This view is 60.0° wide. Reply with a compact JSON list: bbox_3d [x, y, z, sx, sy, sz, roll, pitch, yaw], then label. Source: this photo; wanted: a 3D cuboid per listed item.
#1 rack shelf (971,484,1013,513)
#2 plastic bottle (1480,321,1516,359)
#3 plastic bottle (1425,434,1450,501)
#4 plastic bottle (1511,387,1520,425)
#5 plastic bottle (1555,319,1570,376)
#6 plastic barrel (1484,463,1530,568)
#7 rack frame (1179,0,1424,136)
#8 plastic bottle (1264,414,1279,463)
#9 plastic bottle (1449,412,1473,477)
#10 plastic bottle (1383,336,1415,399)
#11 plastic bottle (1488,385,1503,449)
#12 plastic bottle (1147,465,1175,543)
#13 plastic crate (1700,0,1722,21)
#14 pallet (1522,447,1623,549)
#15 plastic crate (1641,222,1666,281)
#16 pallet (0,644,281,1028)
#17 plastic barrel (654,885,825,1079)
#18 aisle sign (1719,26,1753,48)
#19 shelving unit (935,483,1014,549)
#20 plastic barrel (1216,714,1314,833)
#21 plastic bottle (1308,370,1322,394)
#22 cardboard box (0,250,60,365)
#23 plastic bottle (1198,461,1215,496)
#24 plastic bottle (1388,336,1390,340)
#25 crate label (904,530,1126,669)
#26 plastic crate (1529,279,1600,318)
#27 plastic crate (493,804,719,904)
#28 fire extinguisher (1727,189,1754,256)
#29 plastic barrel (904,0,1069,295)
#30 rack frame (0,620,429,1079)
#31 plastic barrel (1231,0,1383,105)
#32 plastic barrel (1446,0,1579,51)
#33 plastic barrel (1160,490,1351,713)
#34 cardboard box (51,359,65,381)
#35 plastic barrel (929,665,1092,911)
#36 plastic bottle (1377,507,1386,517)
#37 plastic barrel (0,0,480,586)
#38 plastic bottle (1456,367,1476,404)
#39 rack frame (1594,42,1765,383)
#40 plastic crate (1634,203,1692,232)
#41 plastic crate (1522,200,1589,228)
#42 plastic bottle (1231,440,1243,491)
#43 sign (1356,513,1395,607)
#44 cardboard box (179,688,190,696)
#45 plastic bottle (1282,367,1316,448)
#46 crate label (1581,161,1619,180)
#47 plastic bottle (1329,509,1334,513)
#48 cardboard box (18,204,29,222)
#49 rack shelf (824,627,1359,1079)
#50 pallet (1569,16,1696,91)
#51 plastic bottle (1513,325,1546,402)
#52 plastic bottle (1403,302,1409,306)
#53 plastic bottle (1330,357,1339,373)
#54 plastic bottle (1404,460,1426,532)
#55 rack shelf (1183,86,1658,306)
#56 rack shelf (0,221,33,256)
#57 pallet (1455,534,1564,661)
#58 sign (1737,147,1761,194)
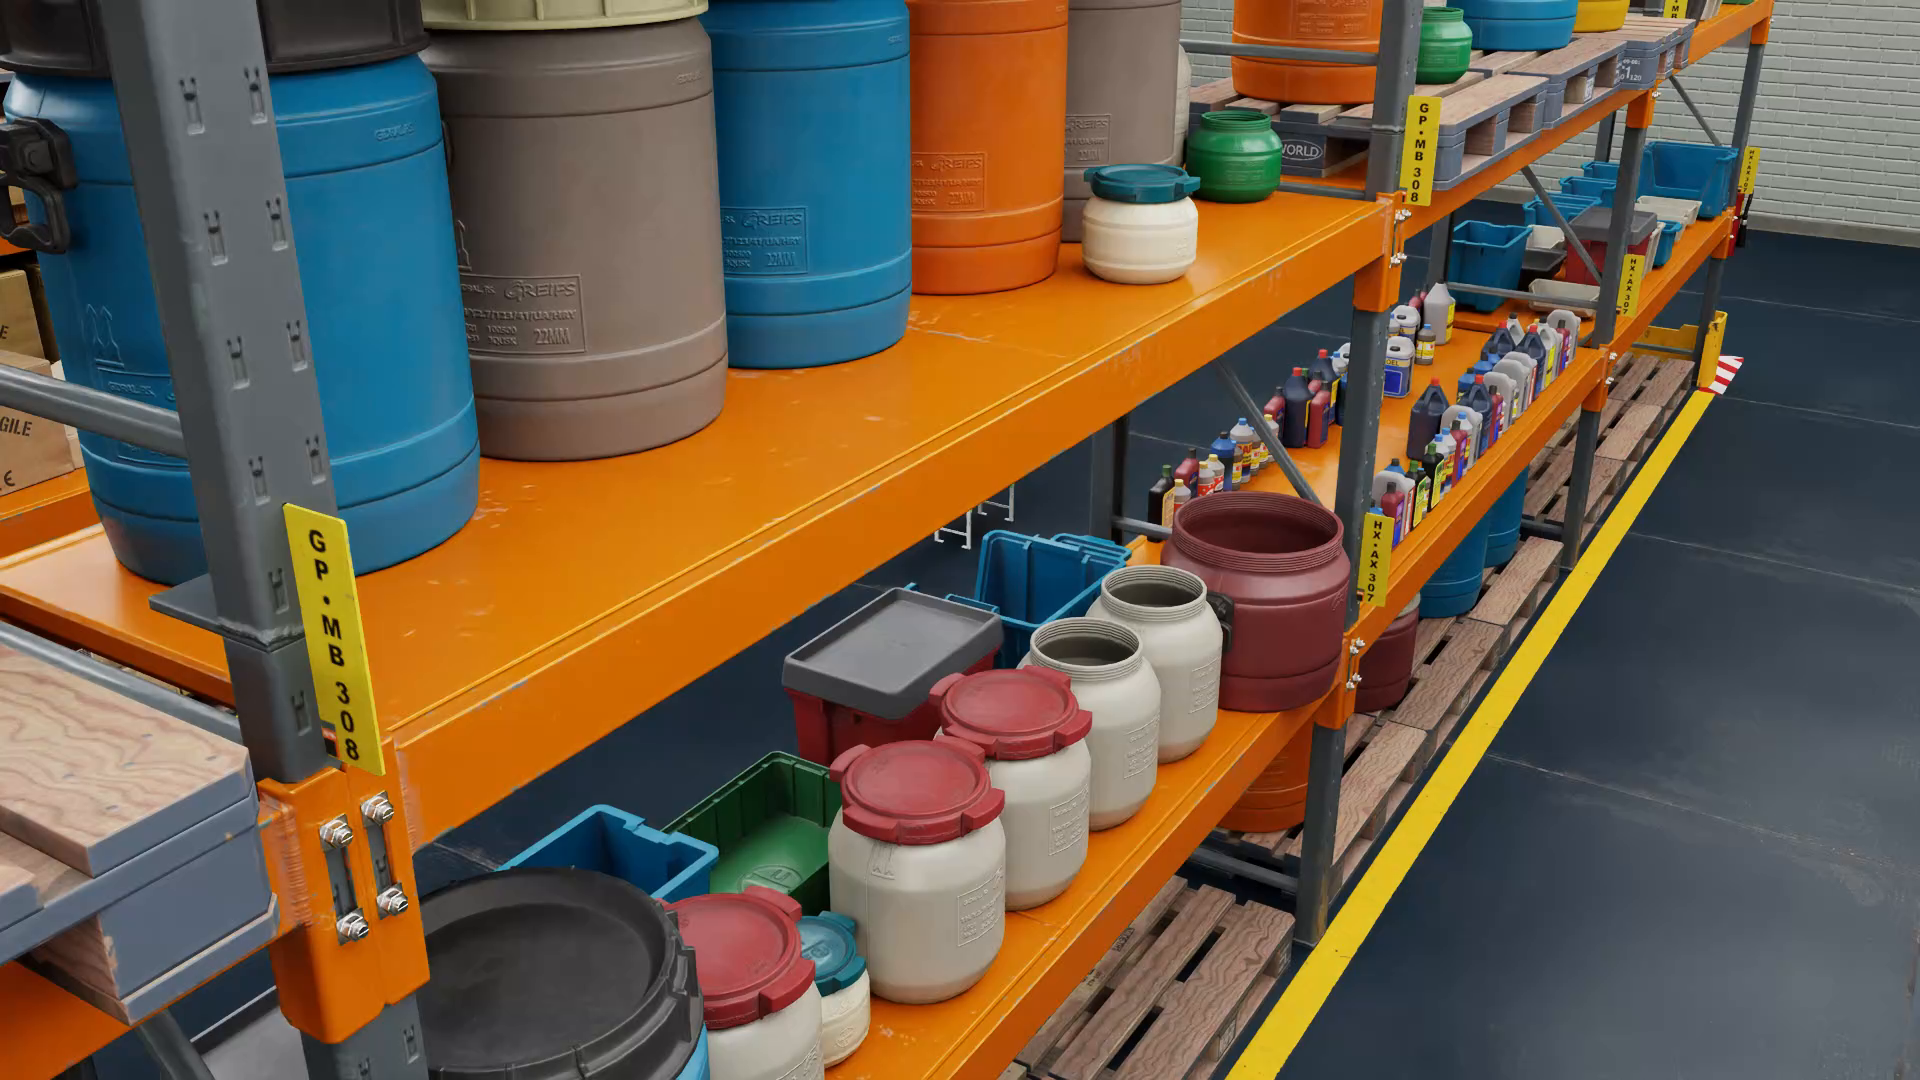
[{"bbox_3d":[0.087,-0.328,9.761,0.258,0.148,0.480,14,27,29],"label":"rack shelf"},{"bbox_3d":[2.613,-0.886,8.084,0.144,0.351,0.185,14,27,29],"label":"plastic bottle"},{"bbox_3d":[1.953,-0.302,6.833,0.097,0.271,0.097,0,23,0],"label":"plastic bottle"},{"bbox_3d":[2.539,-0.644,7.713,0.097,0.201,0.097,0,23,0],"label":"plastic bottle"},{"bbox_3d":[3.023,-0.978,8.380,0.061,0.283,0.133,14,27,29],"label":"plastic bottle"},{"bbox_3d":[2.738,-0.370,8.941,0.600,0.901,0.708,14,27,29],"label":"plastic barrel"},{"bbox_3d":[0.930,-2.723,4.713,1.000,3.000,0.127,14,27,29],"label":"rack frame"},{"bbox_3d":[1.338,-0.448,7.258,0.097,0.201,0.097,0,23,0],"label":"plastic bottle"},{"bbox_3d":[2.126,-0.412,7.089,0.097,0.271,0.097,0,23,0],"label":"plastic bottle"},{"bbox_3d":[2.113,-0.842,8.076,0.152,0.276,0.135,14,27,29],"label":"plastic bottle"},{"bbox_3d":[2.371,-0.561,7.417,0.061,0.283,0.133,14,27,29],"label":"plastic bottle"},{"bbox_3d":[0.781,-0.142,6.450,0.061,0.283,0.133,14,27,29],"label":"plastic bottle"},{"bbox_3d":[4.270,-3.176,9.867,0.437,0.136,0.530,14,27,29],"label":"plastic crate"},{"bbox_3d":[3.395,-0.297,10.169,1.003,0.211,1.213,14,27,29],"label":"pallet"},{"bbox_3d":[4.002,-1.770,10.136,0.437,0.282,0.530,14,27,29],"label":"plastic crate"},{"bbox_3d":[-1.478,0.354,1.618,1.213,0.211,1.003,14,27,29],"label":"pallet"},{"bbox_3d":[-0.489,1.041,3.399,0.433,0.535,0.433,0,23,0],"label":"plastic barrel"},{"bbox_3d":[5.436,-3.826,11.540,0.394,0.787,0.004,14,27,29],"label":"aisle sign"},{"bbox_3d":[0.087,-0.606,9.641,0.258,1.200,0.503,14,27,29],"label":"shelving unit"},{"bbox_3d":[1.173,0.665,6.642,0.600,0.830,0.708,14,27,29],"label":"plastic barrel"},{"bbox_3d":[1.603,-0.623,7.560,0.061,0.283,0.133,14,27,29],"label":"plastic bottle"},{"bbox_3d":[-6.520,-1.767,12.234,0.750,0.750,0.750,14,27,29],"label":"cardboard box"},{"bbox_3d":[0.979,-0.218,6.727,0.097,0.201,0.097,0,23,0],"label":"plastic bottle"},{"bbox_3d":[2.143,-0.963,8.448,0.097,0.201,0.097,0,23,0],"label":"plastic bottle"},{"bbox_3d":[0.176,0.292,5.254,0.502,0.435,0.616,14,27,29],"label":"crate label"},{"bbox_3d":[3.406,-1.354,9.358,0.396,0.136,0.243,14,27,29],"label":"plastic crate"},{"bbox_3d":[-0.863,0.950,3.800,0.392,0.384,0.575,14,27,29],"label":"plastic crate"},{"bbox_3d":[5.615,-2.419,12.129,0.296,0.674,0.183,14,27,29],"label":"fire extinguisher"},{"bbox_3d":[-0.033,-1.091,4.178,0.600,0.830,0.708,14,27,29],"label":"plastic barrel"},{"bbox_3d":[-1.180,1.380,2.786,1.000,3.000,0.127,14,27,29],"label":"rack frame"},{"bbox_3d":[1.232,-1.927,5.581,0.600,0.830,0.708,14,27,29],"label":"plastic barrel"},{"bbox_3d":[2.269,-2.511,6.840,0.600,0.901,0.708,14,27,29],"label":"plastic barrel"},{"bbox_3d":[0.942,0.188,5.369,0.600,0.536,0.708,14,27,29],"label":"plastic barrel"},{"bbox_3d":[-3.913,-0.707,7.720,0.500,0.311,0.500,14,27,28],"label":"cardboard box"},{"bbox_3d":[0.126,0.647,4.308,0.433,0.535,0.433,0,23,0],"label":"plastic barrel"},{"bbox_3d":[1.568,-0.023,6.278,0.097,0.201,0.097,0,23,0],"label":"plastic bottle"},{"bbox_3d":[-1.096,-0.444,2.592,0.600,0.901,0.708,14,27,29],"label":"plastic barrel"},{"bbox_3d":[2.338,-0.663,7.667,0.097,0.271,0.097,0,23,0],"label":"plastic bottle"},{"bbox_3d":[5.150,-2.670,12.142,1.000,3.000,0.127,14,27,29],"label":"rack frame"},{"bbox_3d":[4.708,-2.169,11.240,0.396,0.136,0.243,14,27,29],"label":"plastic crate"},{"bbox_3d":[3.887,-2.061,10.870,0.416,0.233,0.300,14,27,29],"label":"plastic crate"},{"bbox_3d":[1.133,-0.316,6.955,0.097,0.201,0.097,0,23,0],"label":"plastic bottle"},{"bbox_3d":[1.401,0.068,5.612,0.100,0.325,0.005,14,27,29],"label":"sign"},{"bbox_3d":[-3.616,0.463,7.837,0.500,0.250,0.500,14,27,28],"label":"cardboard box"},{"bbox_3d":[1.503,-0.604,7.431,0.144,0.351,0.185,14,27,29],"label":"plastic bottle"},{"bbox_3d":[4.740,-2.606,12.130,0.416,0.233,0.303,14,27,29],"label":"crate label"},{"bbox_3d":[1.303,-0.023,6.184,0.152,0.276,0.135,14,27,29],"label":"plastic bottle"},{"bbox_3d":[-6.607,-2.358,11.712,0.380,0.149,0.250,15,27,30],"label":"cardboard box"},{"bbox_3d":[-0.125,1.035,4.488,1.077,0.370,4.000,14,27,29],"label":"rack shelf"},{"bbox_3d":[2.709,-2.325,7.807,1.213,0.211,1.003,14,27,29],"label":"pallet"},{"bbox_3d":[2.735,-0.856,8.014,0.144,0.351,0.185,14,27,29],"label":"plastic bottle"},{"bbox_3d":[2.317,-1.106,8.691,0.097,0.271,0.097,0,23,0],"label":"plastic bottle"},{"bbox_3d":[1.725,-0.727,7.817,0.097,0.271,0.097,0,23,0],"label":"plastic bottle"},{"bbox_3d":[1.786,-0.187,6.552,0.061,0.283,0.133,14,27,29],"label":"plastic bottle"},{"bbox_3d":[1.985,-1.691,7.011,1.077,0.370,4.000,14,27,29],"label":"rack shelf"},{"bbox_3d":[-6.432,-2.391,12.403,1.077,0.370,4.000,14,27,29],"label":"rack shelf"},{"bbox_3d":[2.597,0.211,8.996,1.003,0.211,1.213,14,27,29],"label":"pallet"},{"bbox_3d":[5.625,-2.635,11.856,0.100,0.325,0.005,14,27,29],"label":"sign"}]
